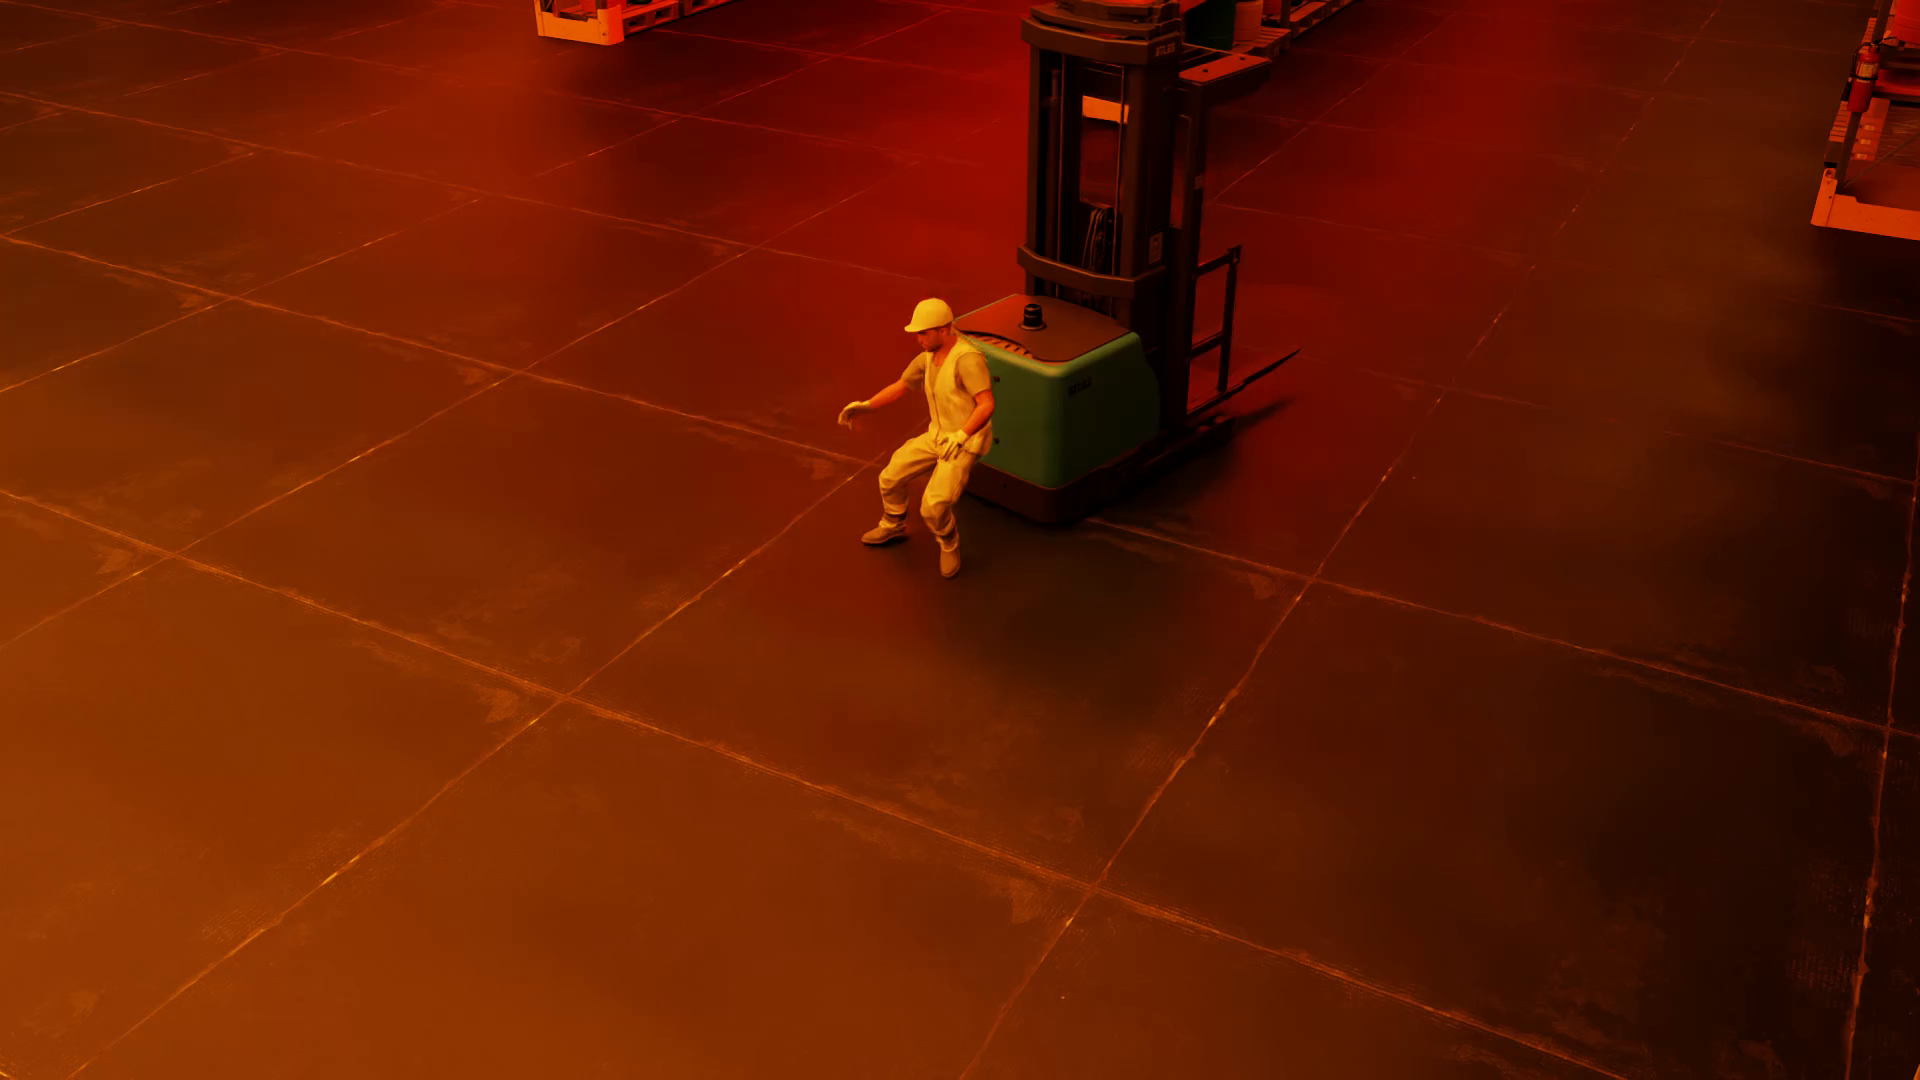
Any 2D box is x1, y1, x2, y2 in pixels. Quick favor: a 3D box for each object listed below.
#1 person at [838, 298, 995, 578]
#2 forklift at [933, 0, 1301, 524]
[{"bbox_3d":[-0.183,-0.545,9.358,0.716,1.595,0.925,-18,35,-29],"label":"person"},{"bbox_3d":[1.190,-2.016,10.565,1.130,2.935,3.031,25,38,36],"label":"forklift"}]
